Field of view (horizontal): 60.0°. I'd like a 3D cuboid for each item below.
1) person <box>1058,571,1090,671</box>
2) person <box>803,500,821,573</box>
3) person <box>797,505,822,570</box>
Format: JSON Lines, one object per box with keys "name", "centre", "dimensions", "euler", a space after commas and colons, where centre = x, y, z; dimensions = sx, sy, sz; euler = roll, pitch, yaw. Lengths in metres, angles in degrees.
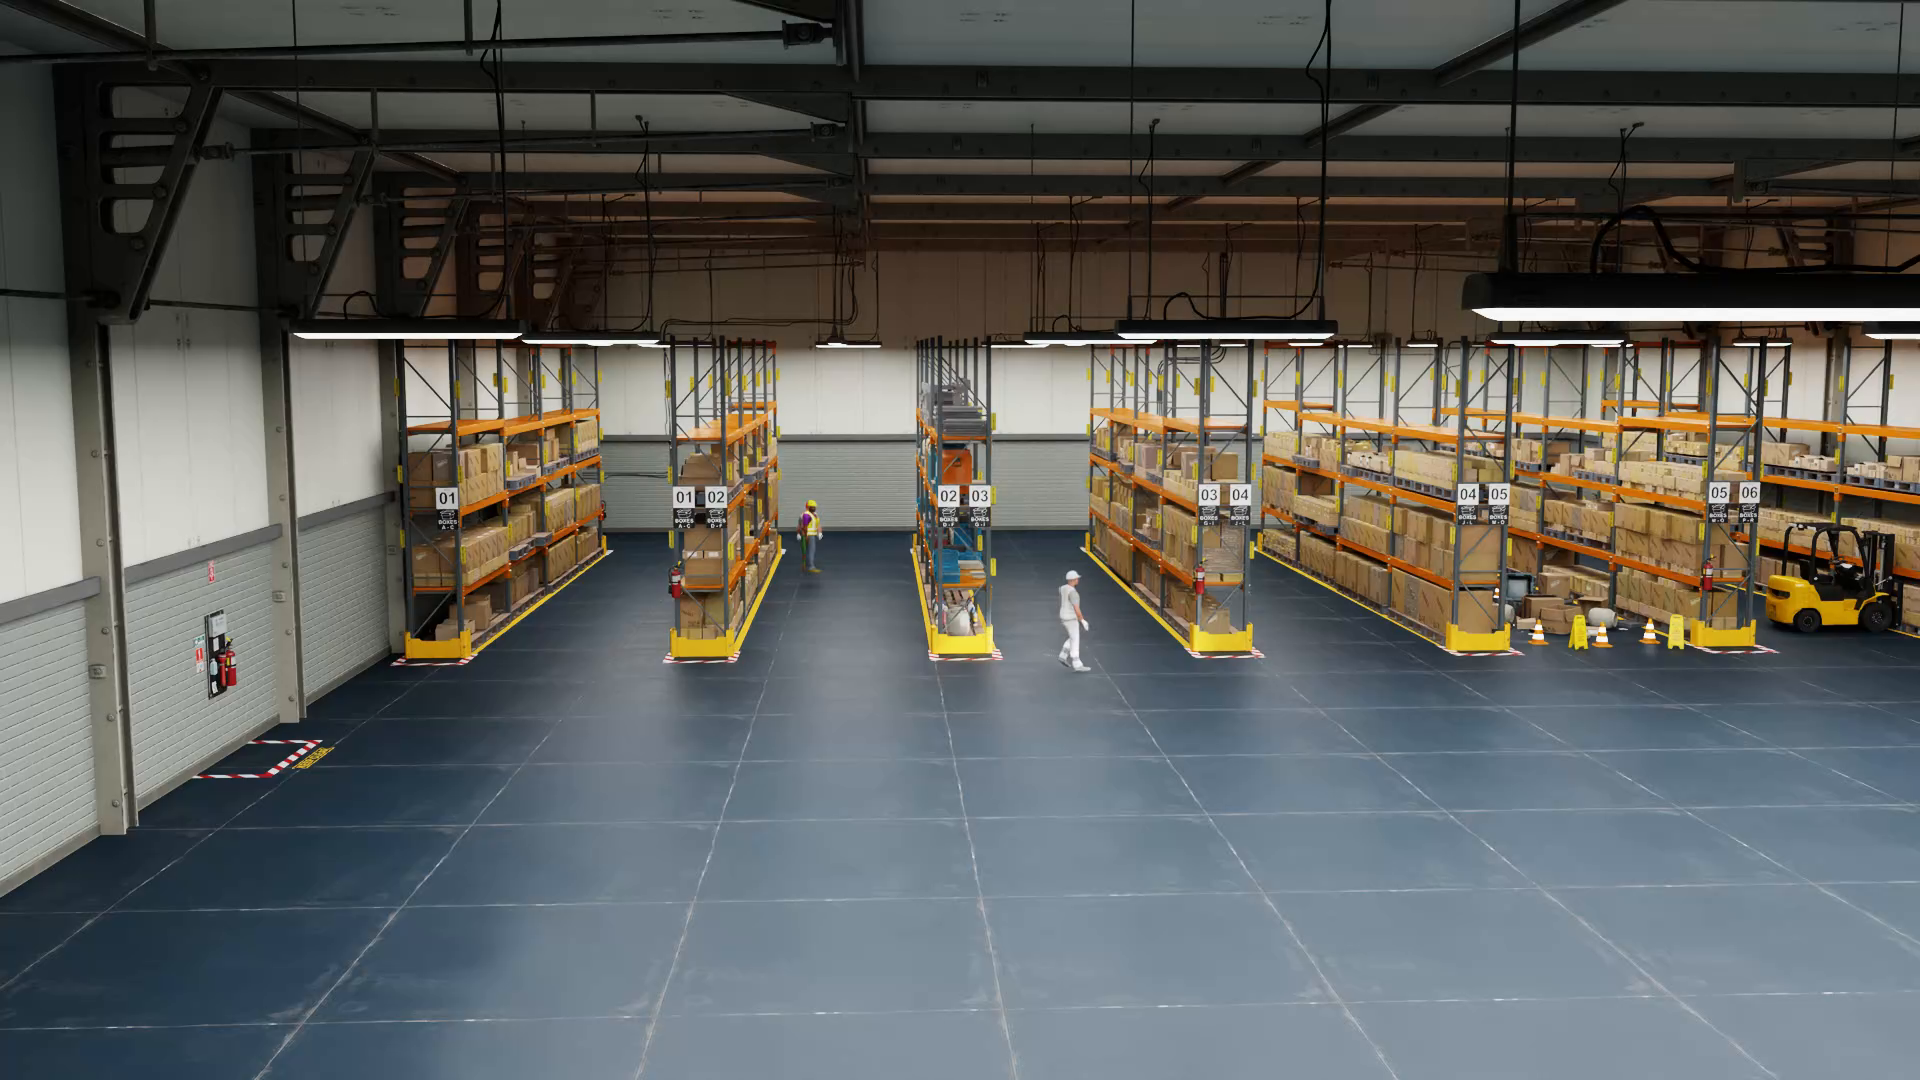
{"name": "person", "centre": [2.030, 1.439, 29.878], "dimensions": [0.522, 1.787, 0.705], "euler": [-2, 7, -15]}
{"name": "person", "centre": [-3.633, -0.106, 41.028], "dimensions": [0.442, 1.774, 0.583], "euler": [0, 6, 1]}
{"name": "person", "centre": [-3.932, -0.110, 43.499], "dimensions": [0.664, 1.712, 1.093], "euler": [-1, 7, -5]}
